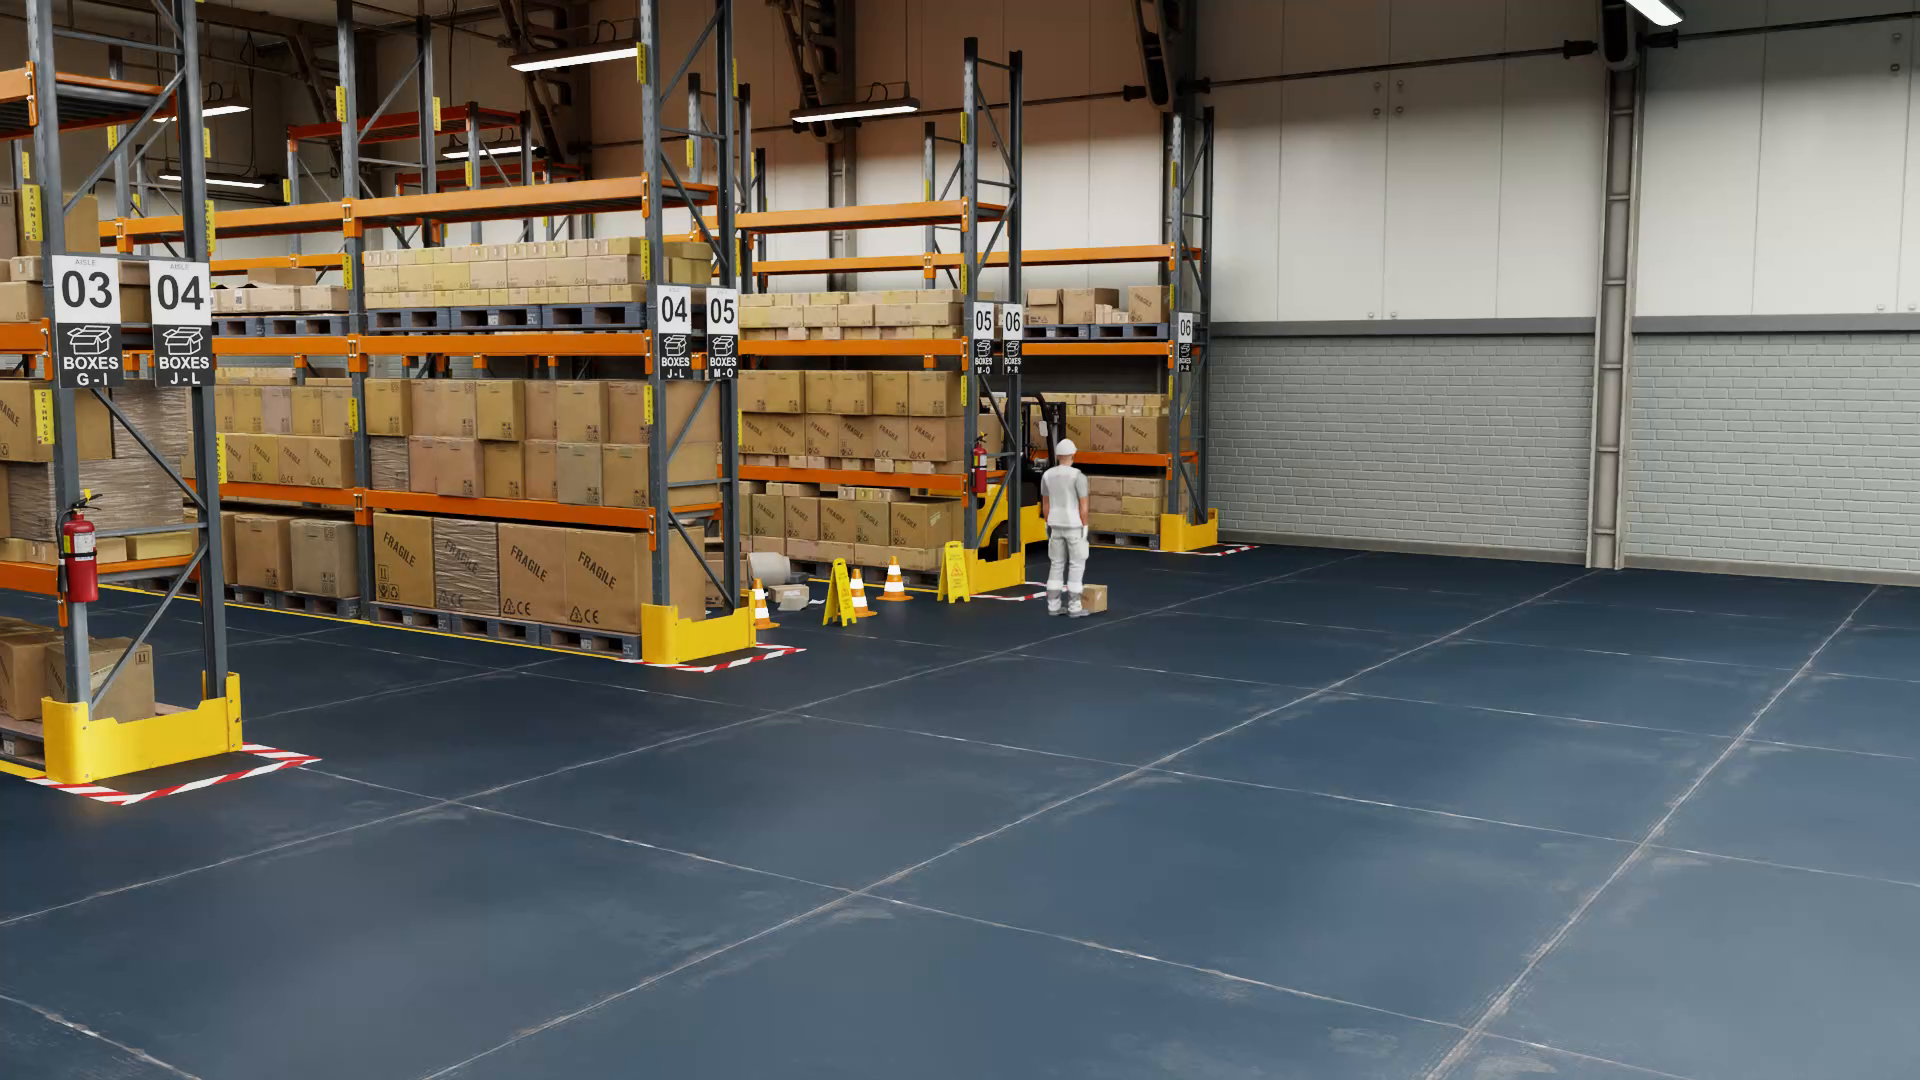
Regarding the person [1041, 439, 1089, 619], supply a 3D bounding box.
[{"bbox_3d":[1.070,-0.119,16.710,0.524,1.785,0.342,4,8,35],"label":"person"}]
